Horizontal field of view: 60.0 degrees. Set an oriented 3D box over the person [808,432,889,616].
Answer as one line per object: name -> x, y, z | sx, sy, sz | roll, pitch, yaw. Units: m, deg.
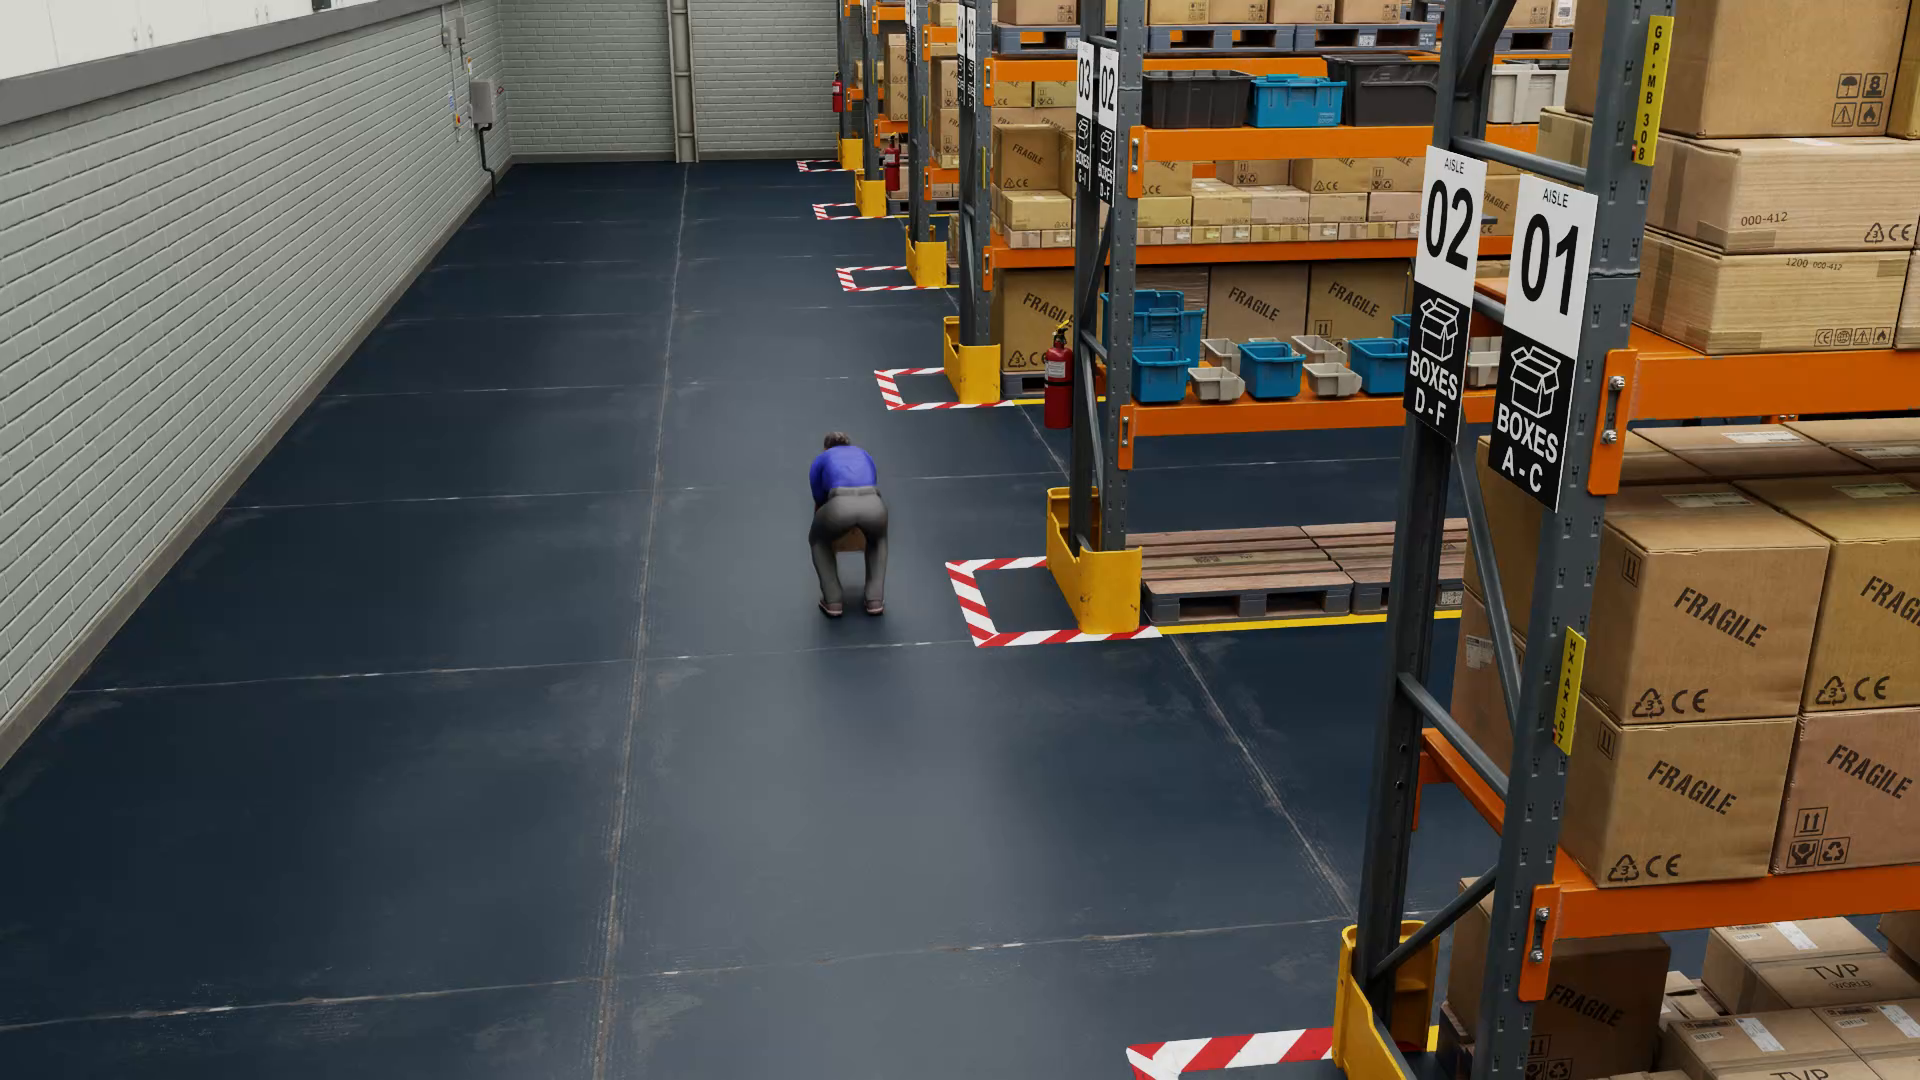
person -> -0.666, -0.096, 9.862 | 0.469, 0.963, 0.859 | -4, 20, -10
